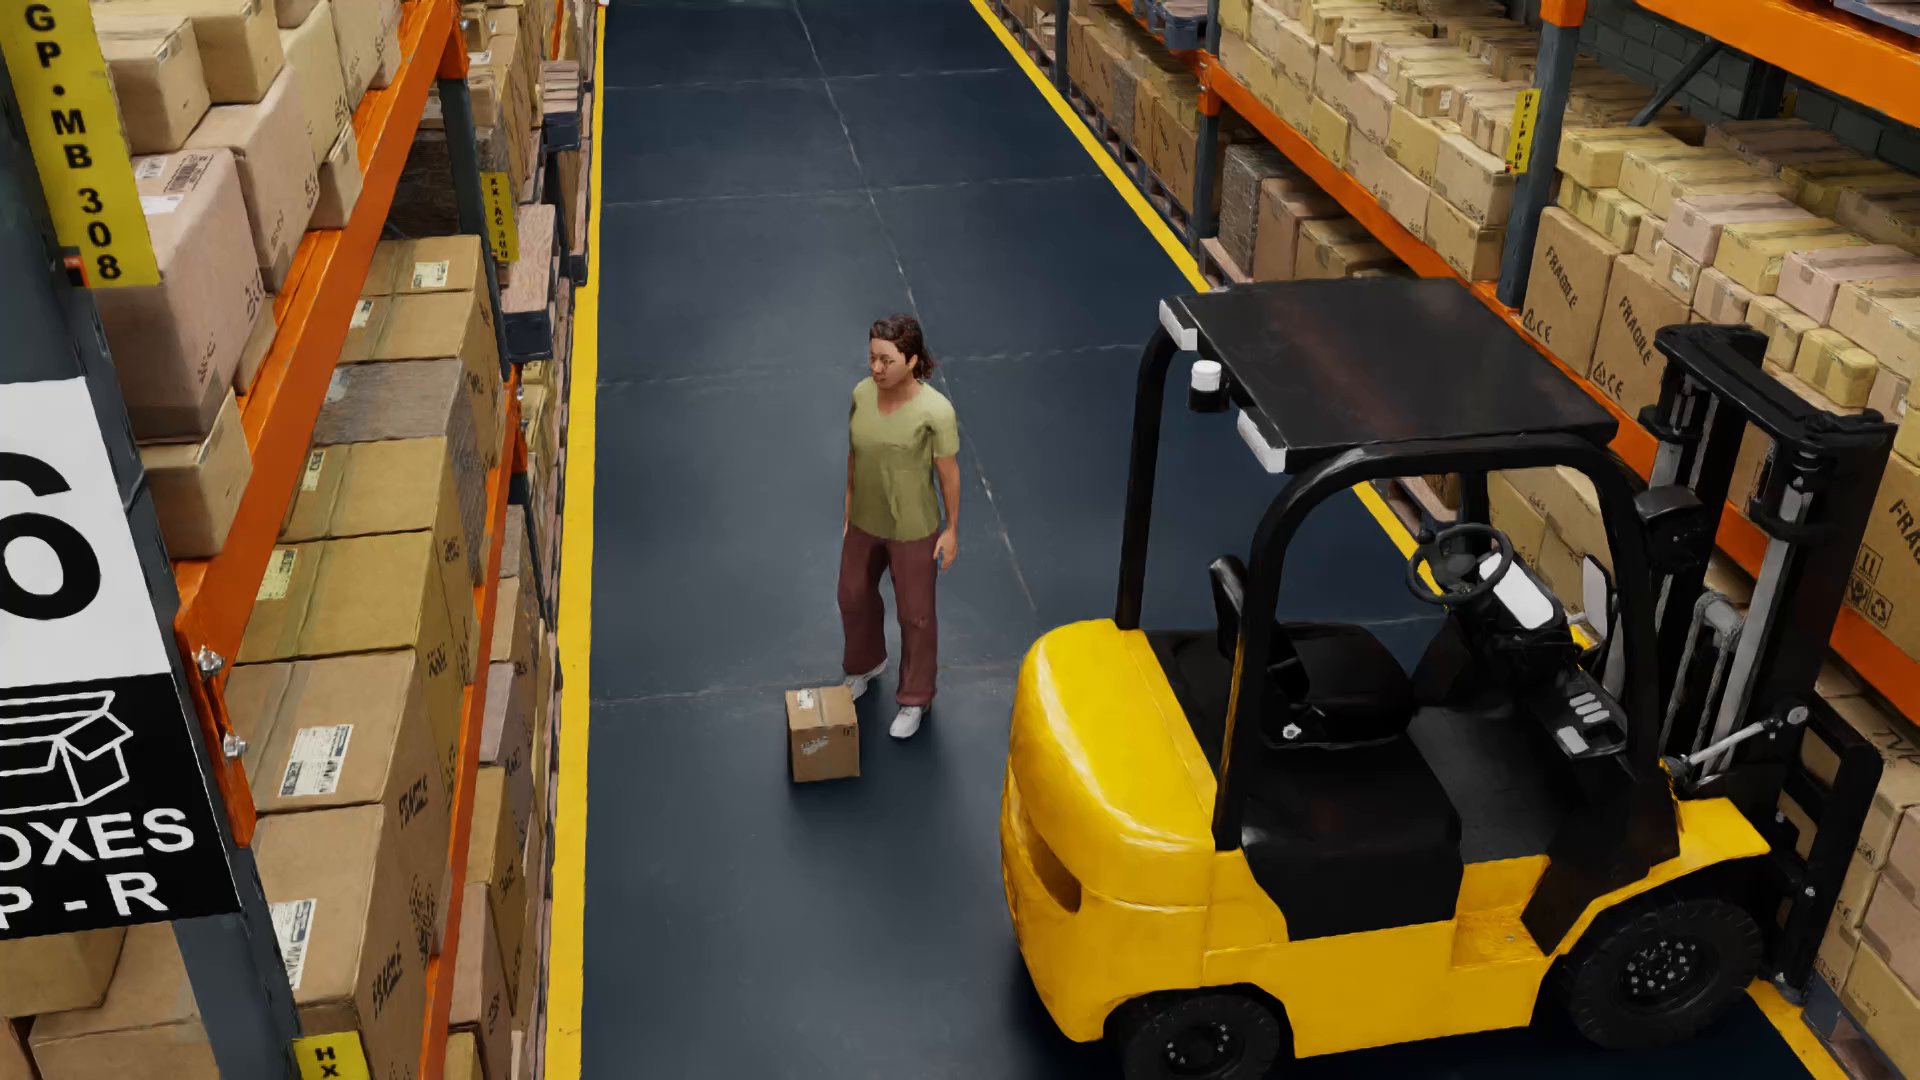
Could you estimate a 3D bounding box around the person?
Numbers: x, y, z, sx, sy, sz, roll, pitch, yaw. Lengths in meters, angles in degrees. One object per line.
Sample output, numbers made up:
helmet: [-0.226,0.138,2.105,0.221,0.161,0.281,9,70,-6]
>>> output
person: [-0.261,-0.037,6.220,0.521,1.720,0.393,17,35,27]
